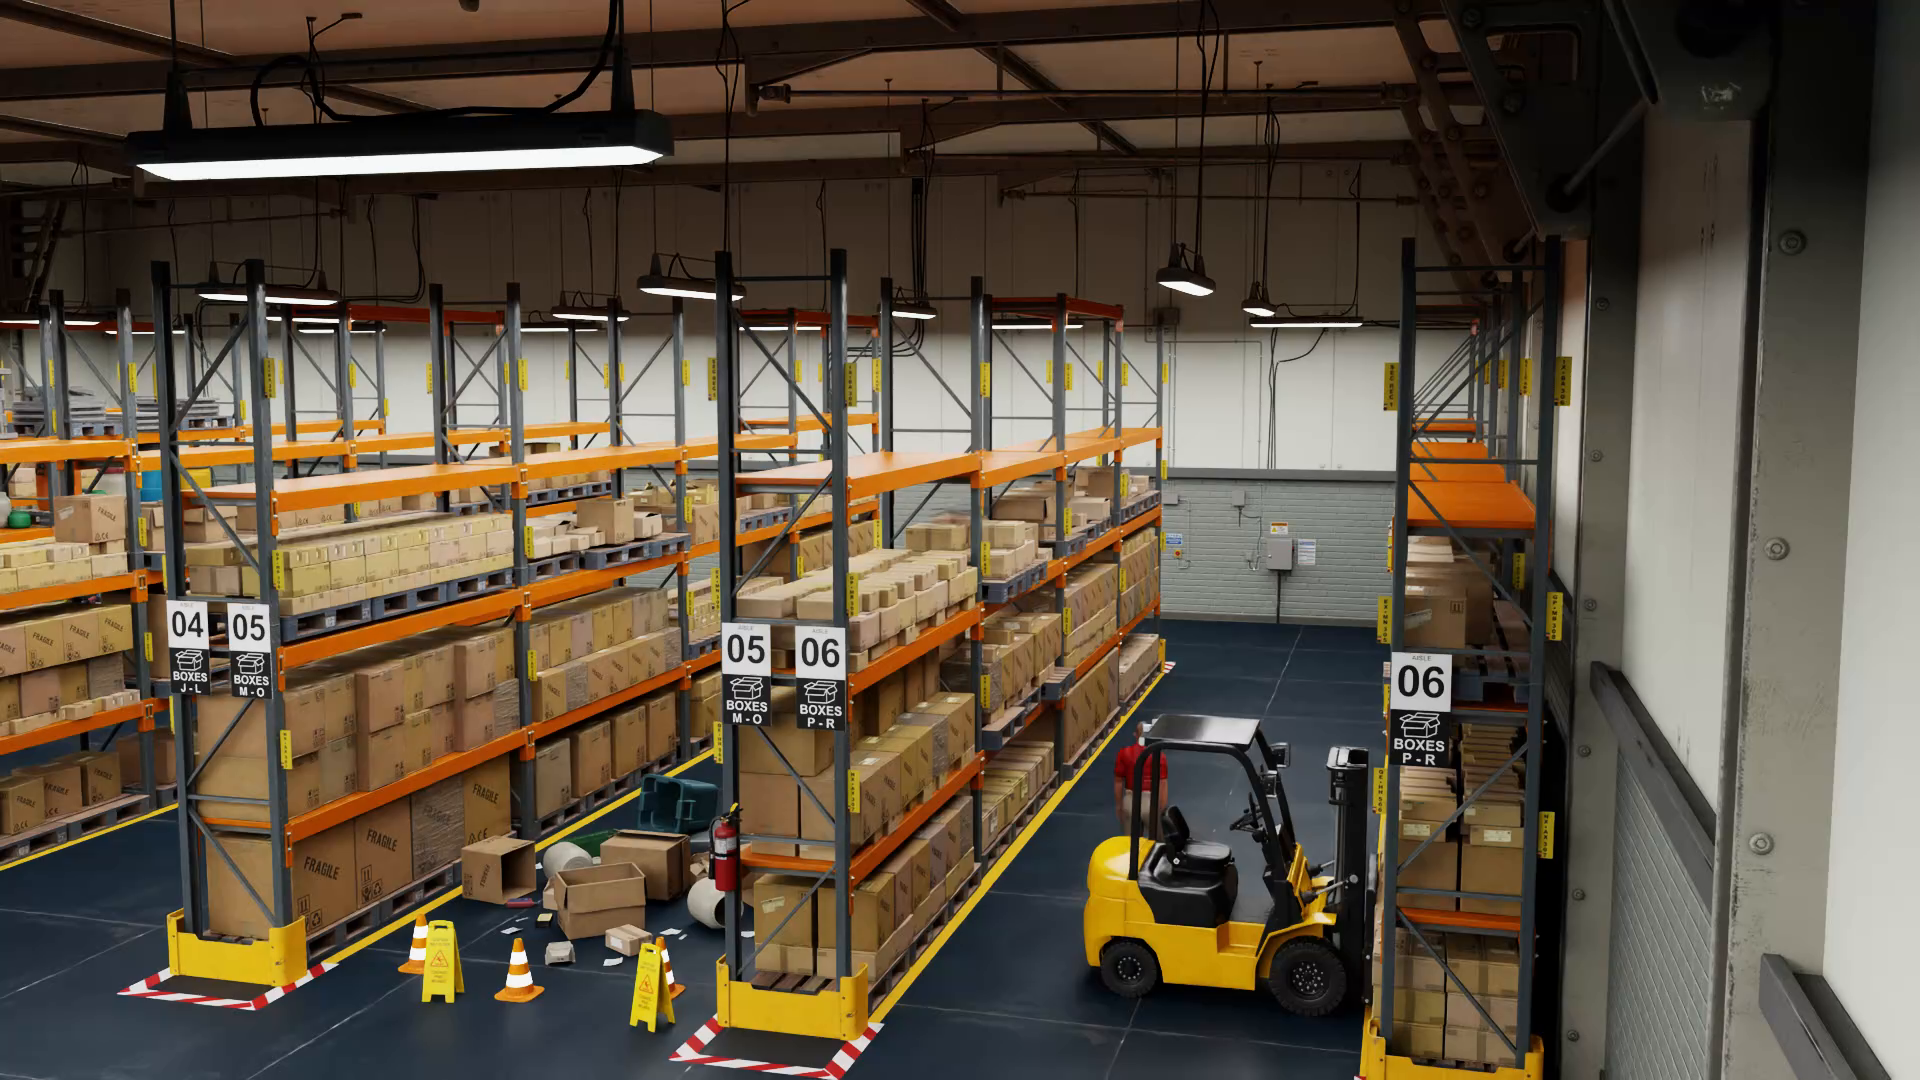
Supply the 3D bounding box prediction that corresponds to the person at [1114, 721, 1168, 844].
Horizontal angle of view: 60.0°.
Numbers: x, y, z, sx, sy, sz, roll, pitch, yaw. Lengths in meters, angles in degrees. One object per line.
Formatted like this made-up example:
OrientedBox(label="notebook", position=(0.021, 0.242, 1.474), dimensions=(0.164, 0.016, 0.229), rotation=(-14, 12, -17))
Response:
OrientedBox(label="person", position=(1.761, 2.610, 16.104), dimensions=(0.573, 1.724, 0.524), rotation=(3, 7, 25))
